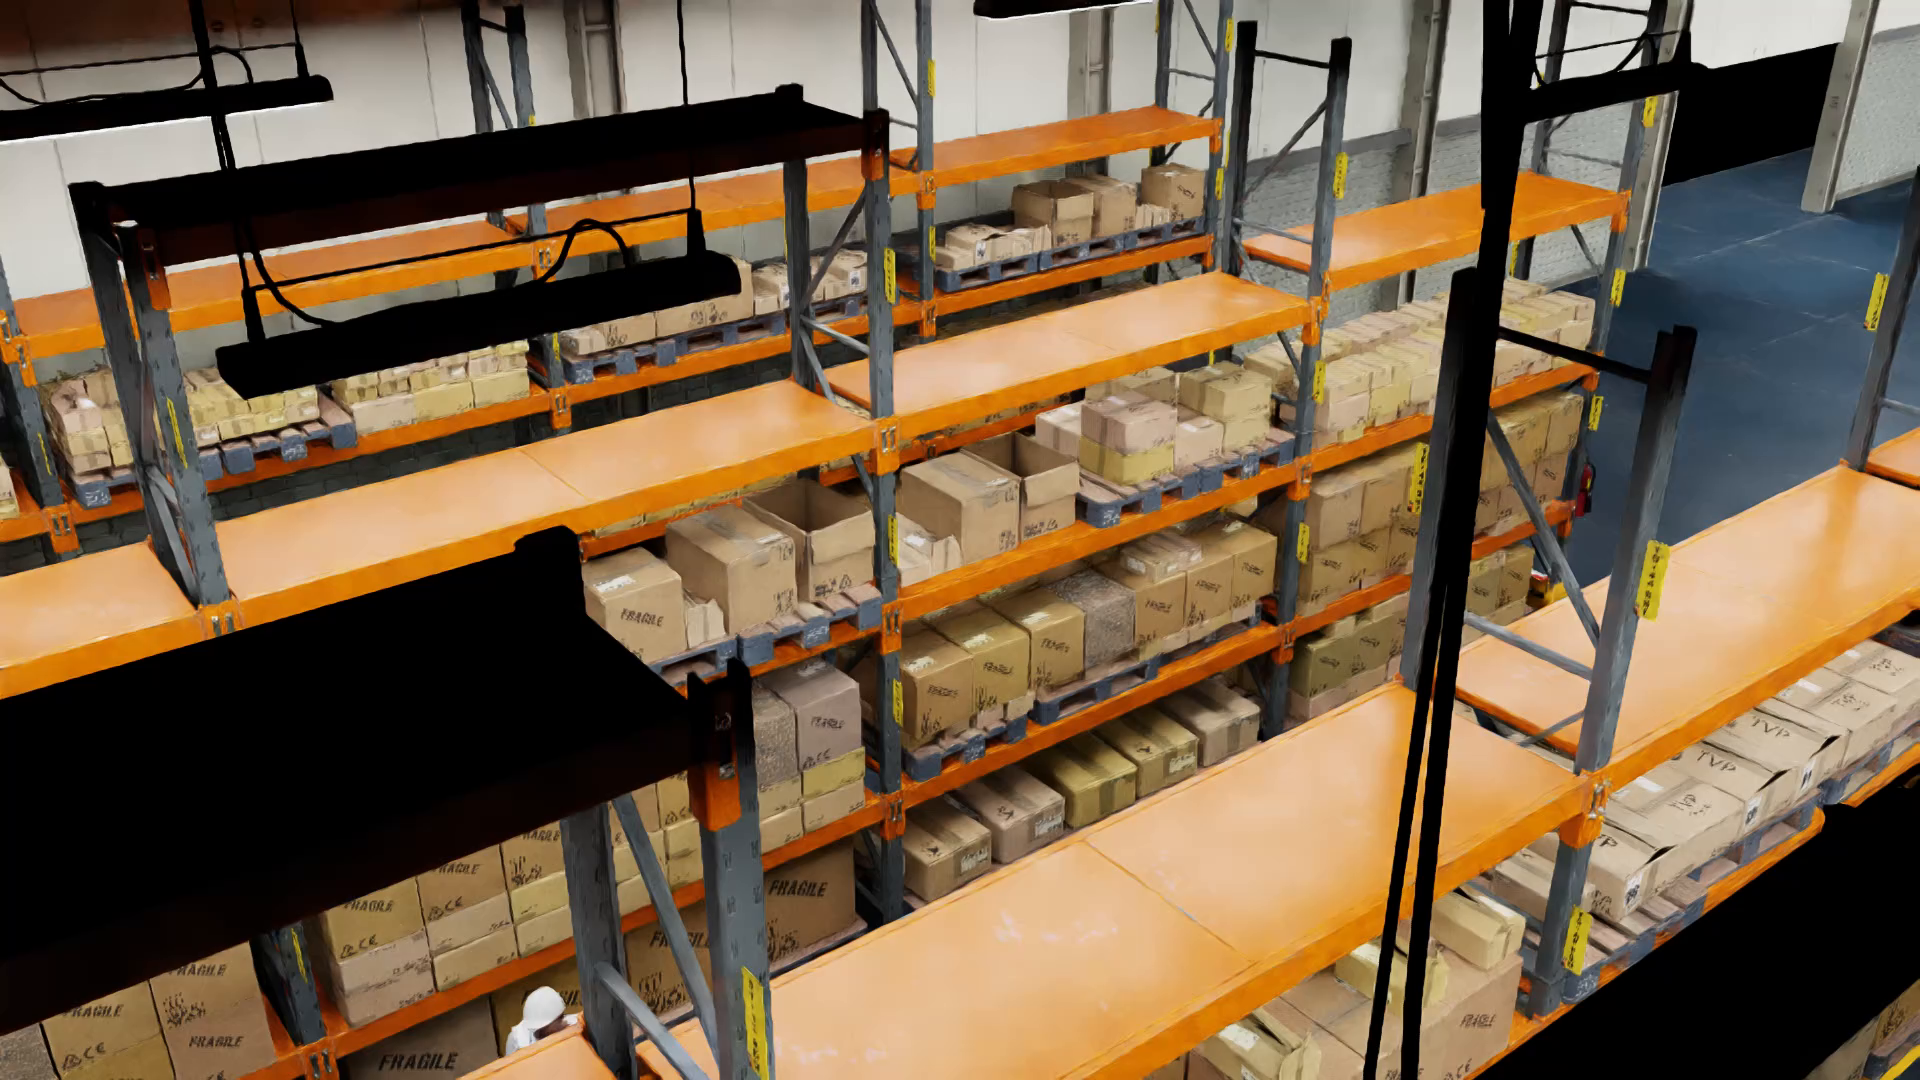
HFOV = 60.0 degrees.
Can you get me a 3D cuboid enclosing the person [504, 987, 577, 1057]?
[{"bbox_3d":[-2.271,3.254,9.402,0.639,1.784,0.557,-9,27,-17],"label":"person"}]
